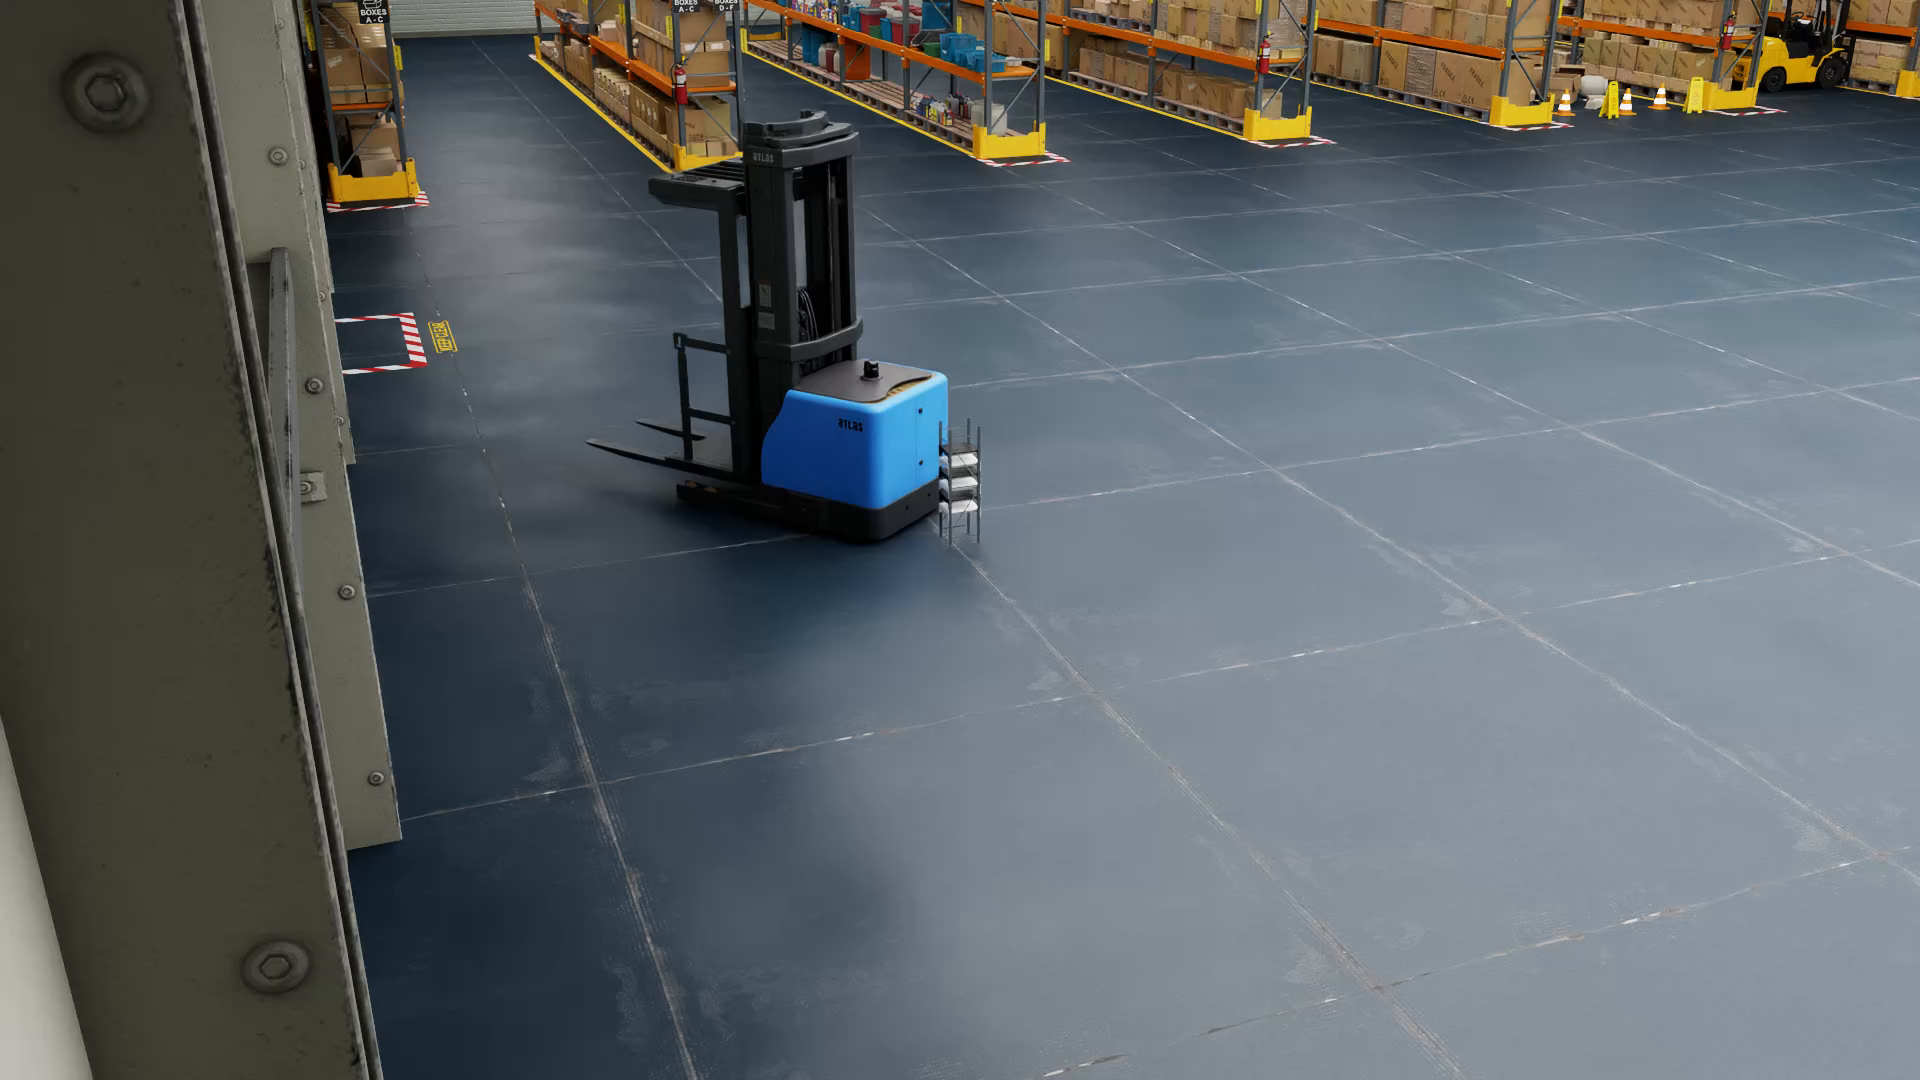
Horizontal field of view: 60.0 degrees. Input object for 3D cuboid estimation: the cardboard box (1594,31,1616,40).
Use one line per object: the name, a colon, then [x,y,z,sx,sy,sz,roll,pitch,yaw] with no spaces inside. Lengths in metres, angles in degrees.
cardboard box: [13.308,-10.409,34.283,0.380,0.149,0.250,-8,24,-18]

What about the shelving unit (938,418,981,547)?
shelving unit: [-0.003,-0.418,12.082,0.258,0.900,0.210,-8,24,-19]

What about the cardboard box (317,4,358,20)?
cardboard box: [-11.047,-9.277,29.704,0.700,0.500,0.500,-11,25,-25]

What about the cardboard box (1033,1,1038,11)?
cardboard box: [1.916,-11.798,36.252,0.500,0.500,0.500,-9,25,-21]

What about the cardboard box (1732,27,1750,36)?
cardboard box: [14.851,-9.726,31.787,0.380,0.149,0.250,-8,24,-19]

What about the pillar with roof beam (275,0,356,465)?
pillar with roof beam: [-1.186,-5.422,13.527,9.100,9.000,0.400,-8,24,-19]

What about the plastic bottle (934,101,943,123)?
plastic bottle: [-0.361,-7.445,28.896,0.144,0.351,0.185,-7,24,-17]

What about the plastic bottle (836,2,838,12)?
plastic bottle: [-2.599,-11.379,35.552,0.097,0.271,0.097,0,23,0]

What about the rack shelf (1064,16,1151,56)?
rack shelf: [3.386,-10.179,33.464,1.077,0.370,4.000,-8,24,-19]

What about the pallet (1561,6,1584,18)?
pallet: [13.230,-11.352,35.569,1.003,0.211,1.213,-8,24,-19]

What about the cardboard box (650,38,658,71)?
cardboard box: [-4.648,-7.938,27.092,0.700,0.500,0.500,-8,24,-18]

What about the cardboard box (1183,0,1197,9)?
cardboard box: [4.368,-9.866,29.996,0.500,0.500,0.500,-8,24,-19]

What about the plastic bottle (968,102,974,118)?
plastic bottle: [0.192,-7.610,29.384,0.152,0.276,0.135,-8,24,-18]

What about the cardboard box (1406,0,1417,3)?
cardboard box: [9.170,-10.671,32.123,0.875,0.550,0.550,-8,24,-19]

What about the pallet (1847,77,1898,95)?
pallet: [19.110,-9.359,34.184,1.003,0.211,1.213,-8,24,-19]

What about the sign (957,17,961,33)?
sign: [-0.022,-9.303,30.103,0.100,0.325,0.005,-8,24,-19]

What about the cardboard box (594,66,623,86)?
cardboard box: [-6.679,-8.833,31.623,0.500,0.311,0.500,-7,24,-17]

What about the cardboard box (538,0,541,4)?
cardboard box: [-9.318,-12.448,37.792,0.500,0.500,0.500,-9,24,-20]

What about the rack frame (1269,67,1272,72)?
rack frame: [7.356,-11.881,36.576,1.000,3.000,0.127,-8,24,-19]

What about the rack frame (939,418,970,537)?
rack frame: [-0.039,-0.455,12.170,0.240,0.900,0.006,-8,24,-19]

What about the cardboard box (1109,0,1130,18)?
cardboard box: [3.394,-10.642,32.963,0.797,0.503,0.637,-6,24,-14]

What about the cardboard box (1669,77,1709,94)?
cardboard box: [14.231,-8.882,32.460,0.500,0.250,0.500,-8,24,-19]

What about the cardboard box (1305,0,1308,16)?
cardboard box: [7.622,-11.359,35.209,0.500,0.500,0.500,-8,24,-19]

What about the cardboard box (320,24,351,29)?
cardboard box: [-9.838,-7.831,26.169,0.500,0.500,0.500,-9,24,-20]

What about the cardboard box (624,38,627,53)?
cardboard box: [-5.659,-8.658,29.102,0.396,0.266,0.258,-9,24,-20]

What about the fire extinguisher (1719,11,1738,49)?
fire extinguisher: [14.386,-9.549,31.144,0.296,0.674,0.183,-8,24,-19]

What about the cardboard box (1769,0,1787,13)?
cardboard box: [17.919,-11.674,35.958,0.500,0.500,0.500,-9,24,-20]

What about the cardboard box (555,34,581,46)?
cardboard box: [-8.671,-11.067,37.292,0.797,0.503,0.637,-8,24,-19]

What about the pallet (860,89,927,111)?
pallet: [-1.289,-8.543,32.247,1.003,0.211,1.213,-8,24,-19]

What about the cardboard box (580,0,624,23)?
cardboard box: [-6.917,-10.332,32.232,0.700,0.500,0.500,-18,29,-36]

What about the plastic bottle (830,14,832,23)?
plastic bottle: [-2.601,-10.682,33.989,0.097,0.201,0.097,0,23,0]

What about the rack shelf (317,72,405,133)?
rack shelf: [-9.103,-6.686,25.178,1.077,0.370,4.000,-8,24,-19]

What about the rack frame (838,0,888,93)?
rack frame: [-1.954,-10.557,33.436,1.000,3.000,0.127,-8,24,-19]

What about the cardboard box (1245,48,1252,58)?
cardboard box: [5.124,-8.380,28.594,0.380,0.149,0.250,-8,24,-19]

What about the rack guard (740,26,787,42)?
rack guard: [-4.801,-12.319,40.834,1.175,0.500,0.348,-8,24,-19]

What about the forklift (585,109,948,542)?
forklift: [-1.603,-1.751,12.631,3.031,2.935,1.130,13,26,29]

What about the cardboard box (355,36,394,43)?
cardboard box: [-8.625,-7.161,24.580,0.500,0.500,0.500,-9,25,-21]

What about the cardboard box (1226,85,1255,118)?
cardboard box: [5.058,-7.813,29.603,0.500,0.500,0.500,-2,23,-5]

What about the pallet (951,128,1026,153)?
pallet: [0.519,-6.682,27.833,1.003,0.211,1.213,-8,24,-19]

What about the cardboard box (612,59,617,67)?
cardboard box: [-6.673,-9.324,33.161,0.500,0.500,0.500,-9,25,-21]

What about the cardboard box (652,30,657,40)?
cardboard box: [-4.712,-8.084,26.604,0.380,0.149,0.250,-9,24,-19]

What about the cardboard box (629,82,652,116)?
cardboard box: [-5.305,-7.486,28.183,0.500,0.500,0.500,-8,24,-19]

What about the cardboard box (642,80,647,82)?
cardboard box: [-5.445,-8.165,30.038,0.500,0.311,0.500,-9,25,-21]

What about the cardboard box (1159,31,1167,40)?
cardboard box: [3.963,-9.456,31.146,0.380,0.149,0.250,-8,24,-19]

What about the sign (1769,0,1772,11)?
sign: [15.284,-10.163,31.386,0.100,0.325,0.005,-8,24,-19]

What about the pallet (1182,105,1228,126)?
pallet: [4.798,-7.815,30.520,1.003,0.211,1.213,-8,24,-19]

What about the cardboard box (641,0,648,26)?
cardboard box: [-4.834,-8.726,27.291,0.700,0.500,0.500,-8,24,-19]

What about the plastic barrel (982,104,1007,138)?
plastic barrel: [0.568,-6.926,27.483,0.421,0.512,0.421,0,23,0]

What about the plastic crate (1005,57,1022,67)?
plastic crate: [0.857,-7.898,27.467,0.298,0.136,0.250,-8,24,-19]

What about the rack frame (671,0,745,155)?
rack frame: [-3.763,-6.972,24.930,1.000,3.000,0.127,-8,24,-19]

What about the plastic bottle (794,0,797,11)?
plastic bottle: [-3.589,-11.717,36.337,0.061,0.283,0.133,-8,24,-19]

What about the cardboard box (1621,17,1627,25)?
cardboard box: [13.613,-10.505,33.634,0.380,0.149,0.250,-8,24,-19]

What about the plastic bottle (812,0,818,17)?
plastic bottle: [-3.029,-11.217,35.066,0.144,0.351,0.185,-8,24,-19]

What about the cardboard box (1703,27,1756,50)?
cardboard box: [17.544,-11.396,37.942,0.875,0.625,0.625,-9,24,-20]

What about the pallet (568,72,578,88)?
pallet: [-7.680,-9.757,35.128,1.003,0.211,1.213,-8,24,-19]

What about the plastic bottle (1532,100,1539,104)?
plastic bottle: [11.275,-8.542,32.437,0.133,0.061,0.283,-18,29,-37]
